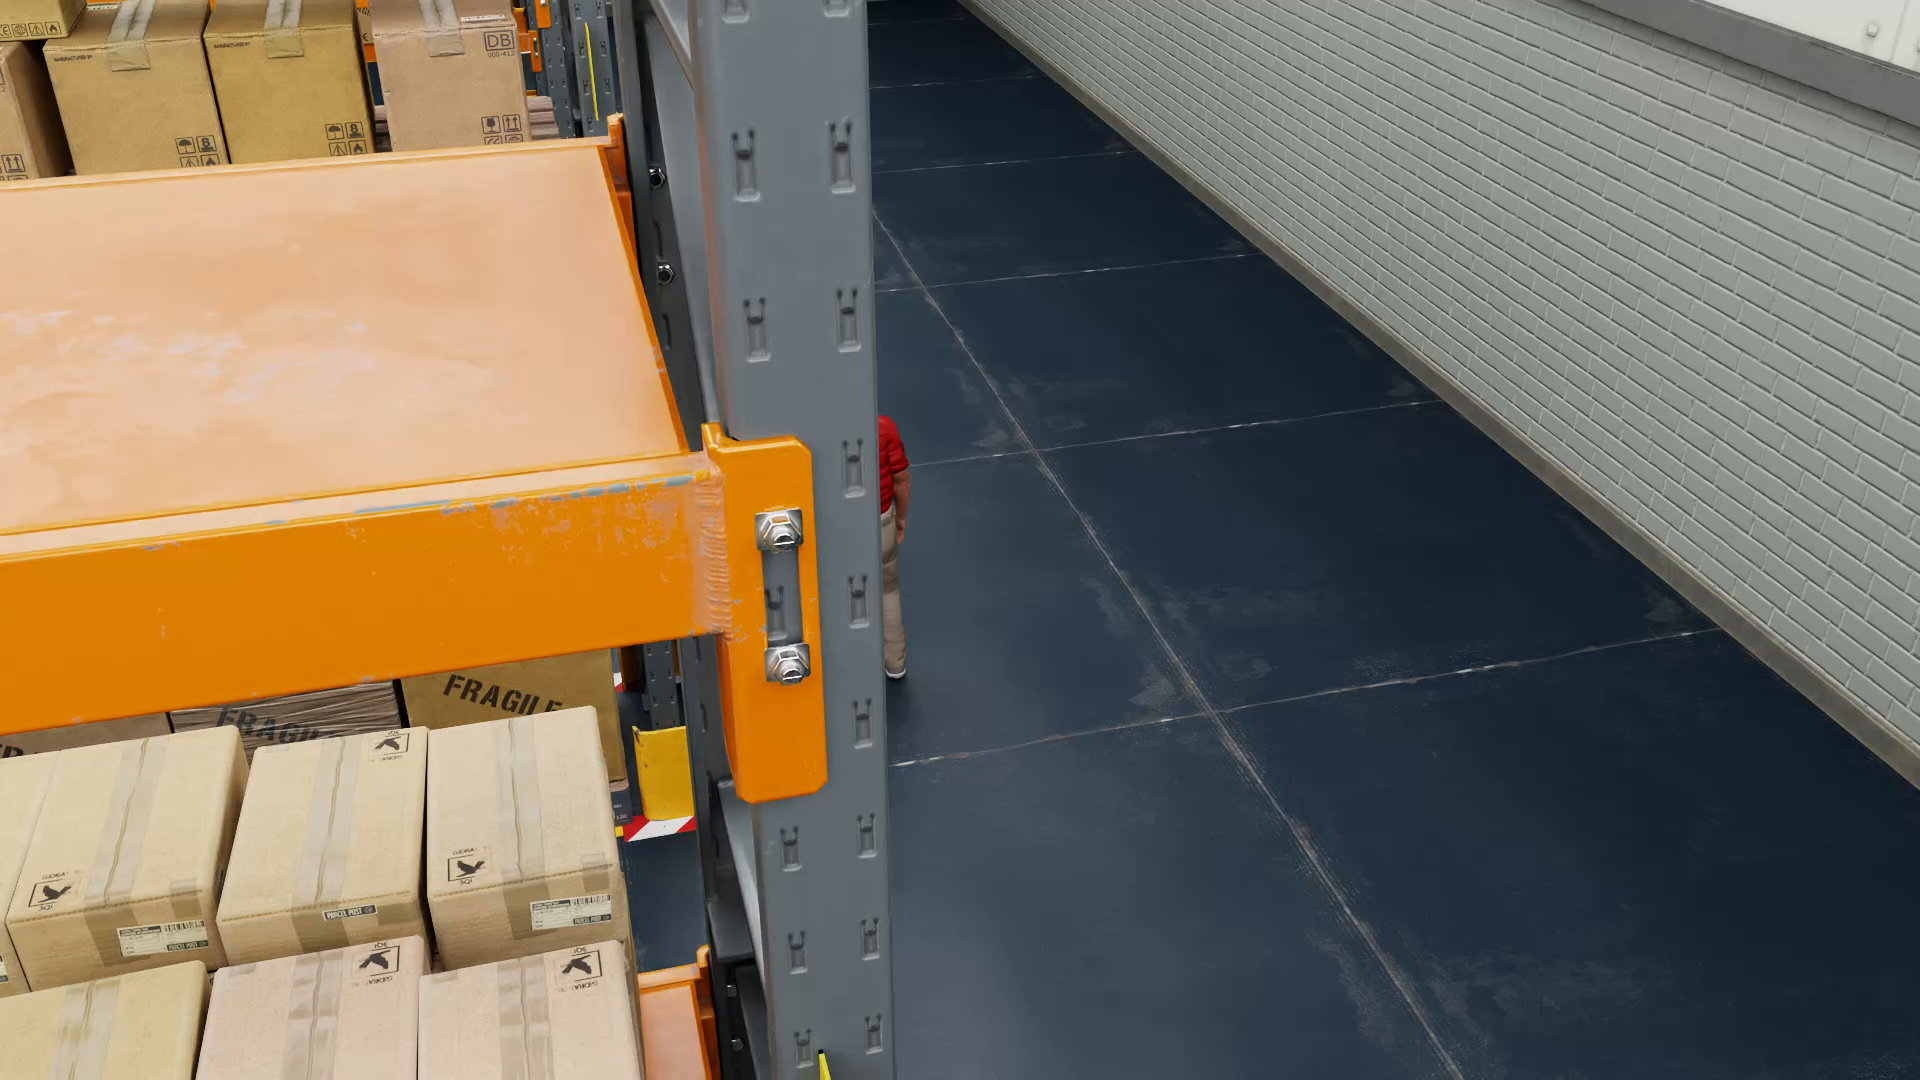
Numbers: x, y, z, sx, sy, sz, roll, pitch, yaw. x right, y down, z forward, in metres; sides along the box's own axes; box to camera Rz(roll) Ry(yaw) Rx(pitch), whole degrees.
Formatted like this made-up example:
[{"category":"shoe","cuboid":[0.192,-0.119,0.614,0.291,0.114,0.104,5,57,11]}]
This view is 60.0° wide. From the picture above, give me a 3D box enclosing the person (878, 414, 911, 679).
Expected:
[{"category":"person","cuboid":[-0.529,-0.043,8.219,0.589,1.726,0.393,-12,32,-20]}]
